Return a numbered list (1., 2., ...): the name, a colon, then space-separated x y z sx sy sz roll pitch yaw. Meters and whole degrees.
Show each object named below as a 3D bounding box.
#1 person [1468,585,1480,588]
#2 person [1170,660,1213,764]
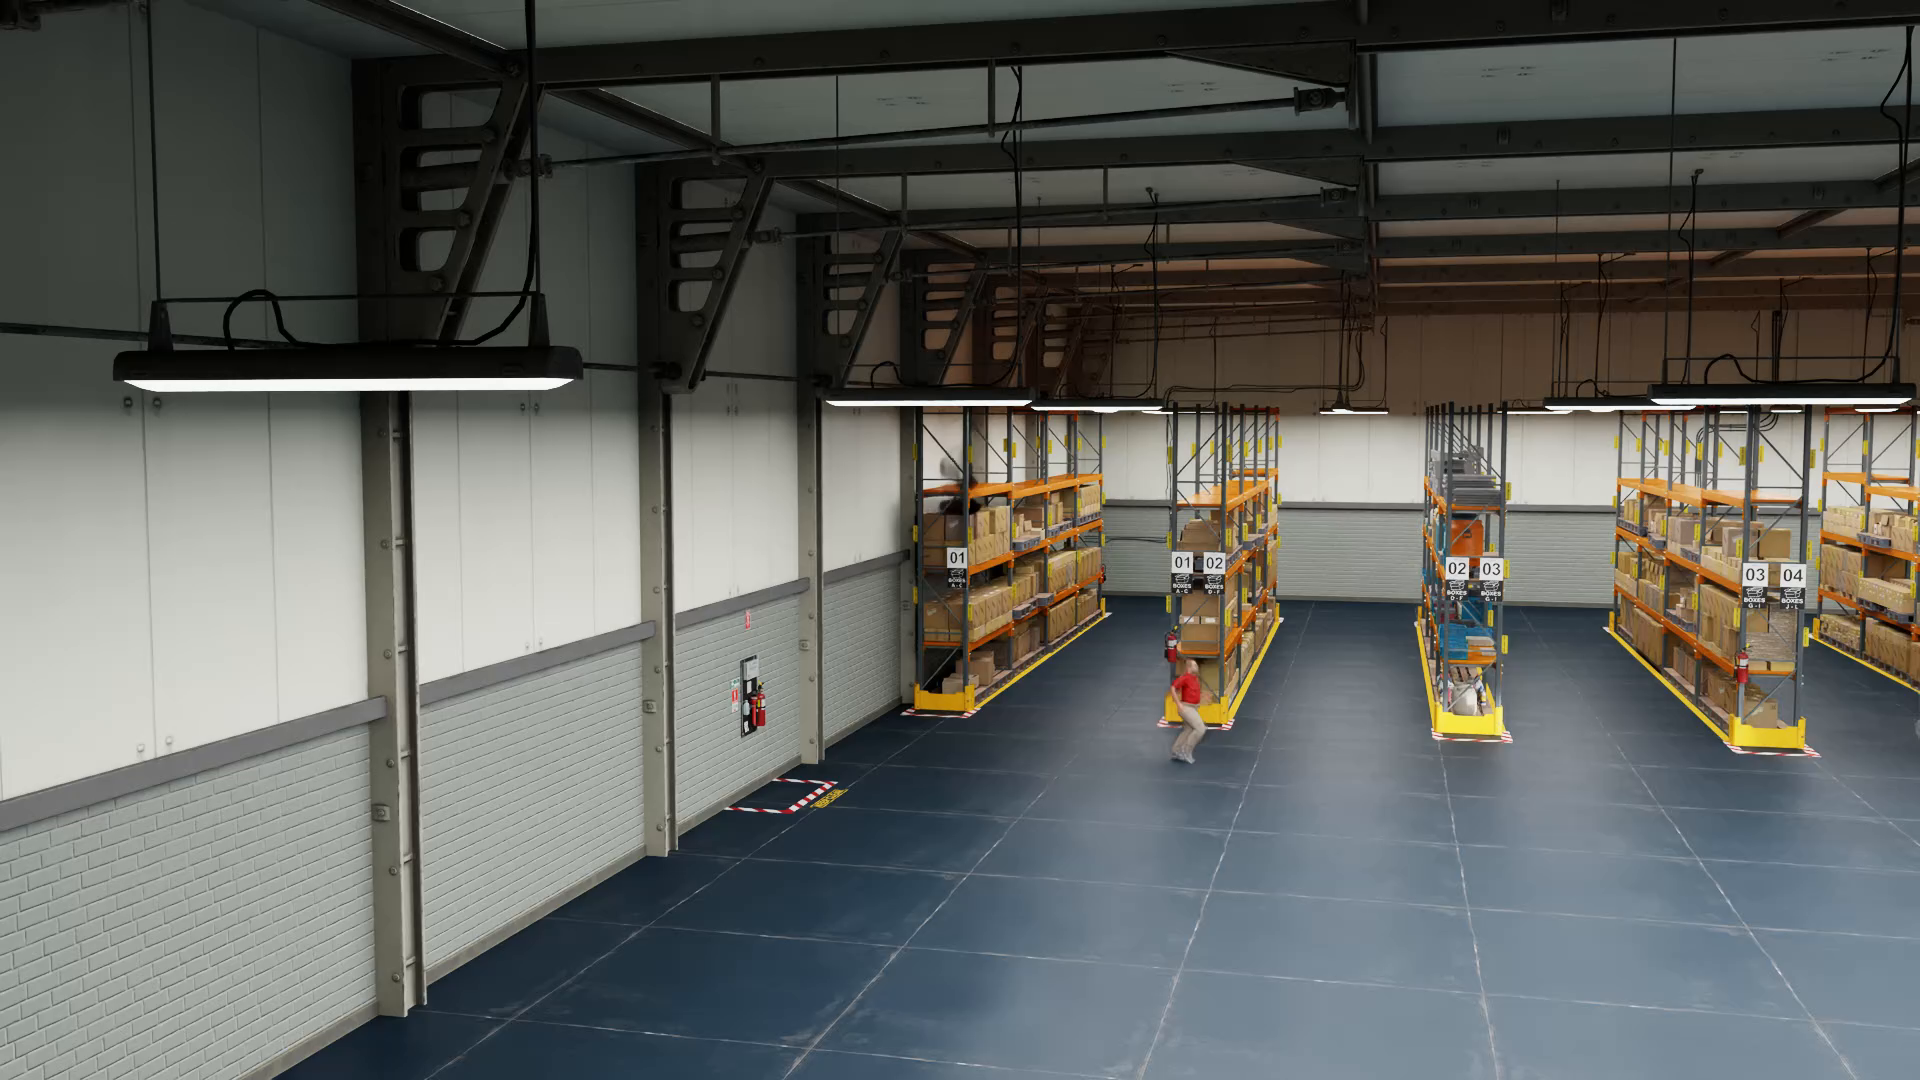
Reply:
1. person: 14.325 1.534 46.092 0.497 1.600 0.631 3 5 34
2. person: 3.817 2.841 27.589 0.723 1.715 0.658 2 5 24
